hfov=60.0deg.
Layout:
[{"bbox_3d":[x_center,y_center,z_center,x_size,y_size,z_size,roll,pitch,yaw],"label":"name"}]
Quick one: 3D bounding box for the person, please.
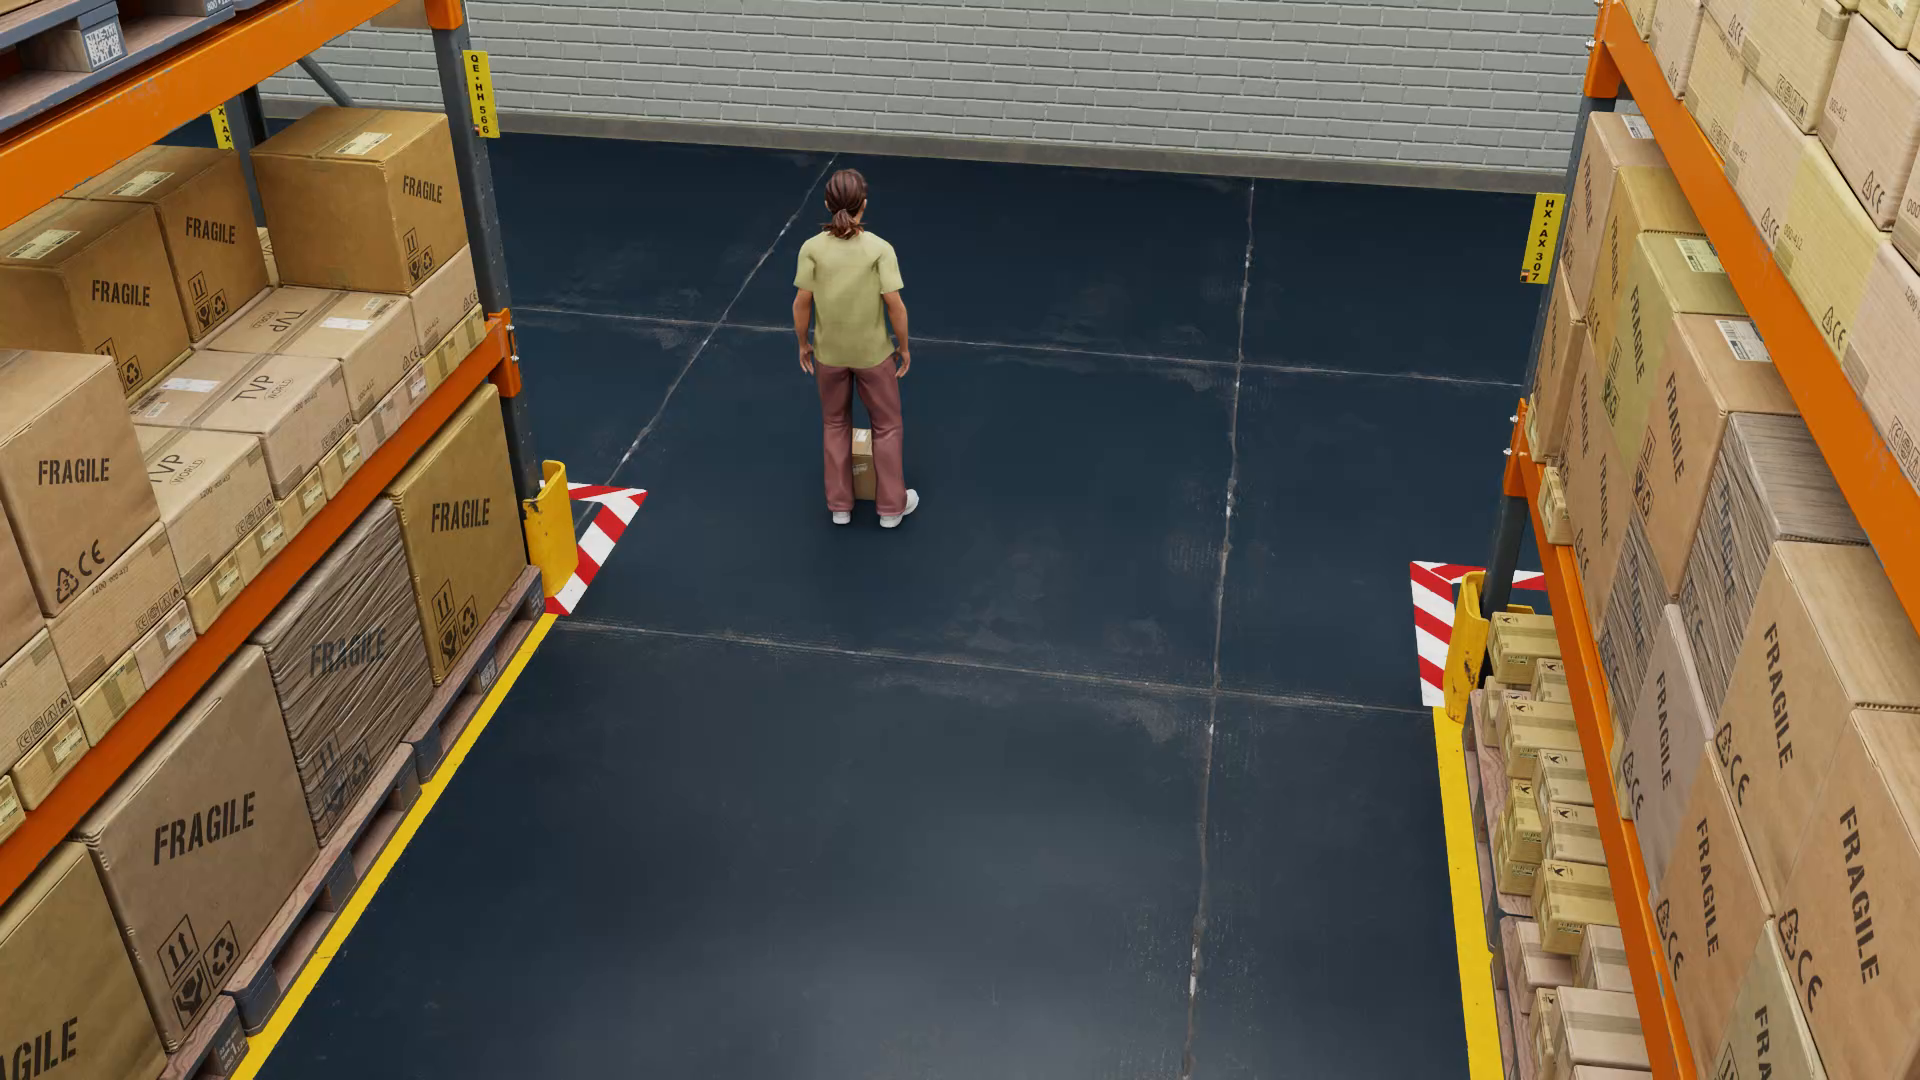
[{"bbox_3d":[-0.470,-0.833,7.447,0.517,1.673,0.355,4,33,6],"label":"person"}]
